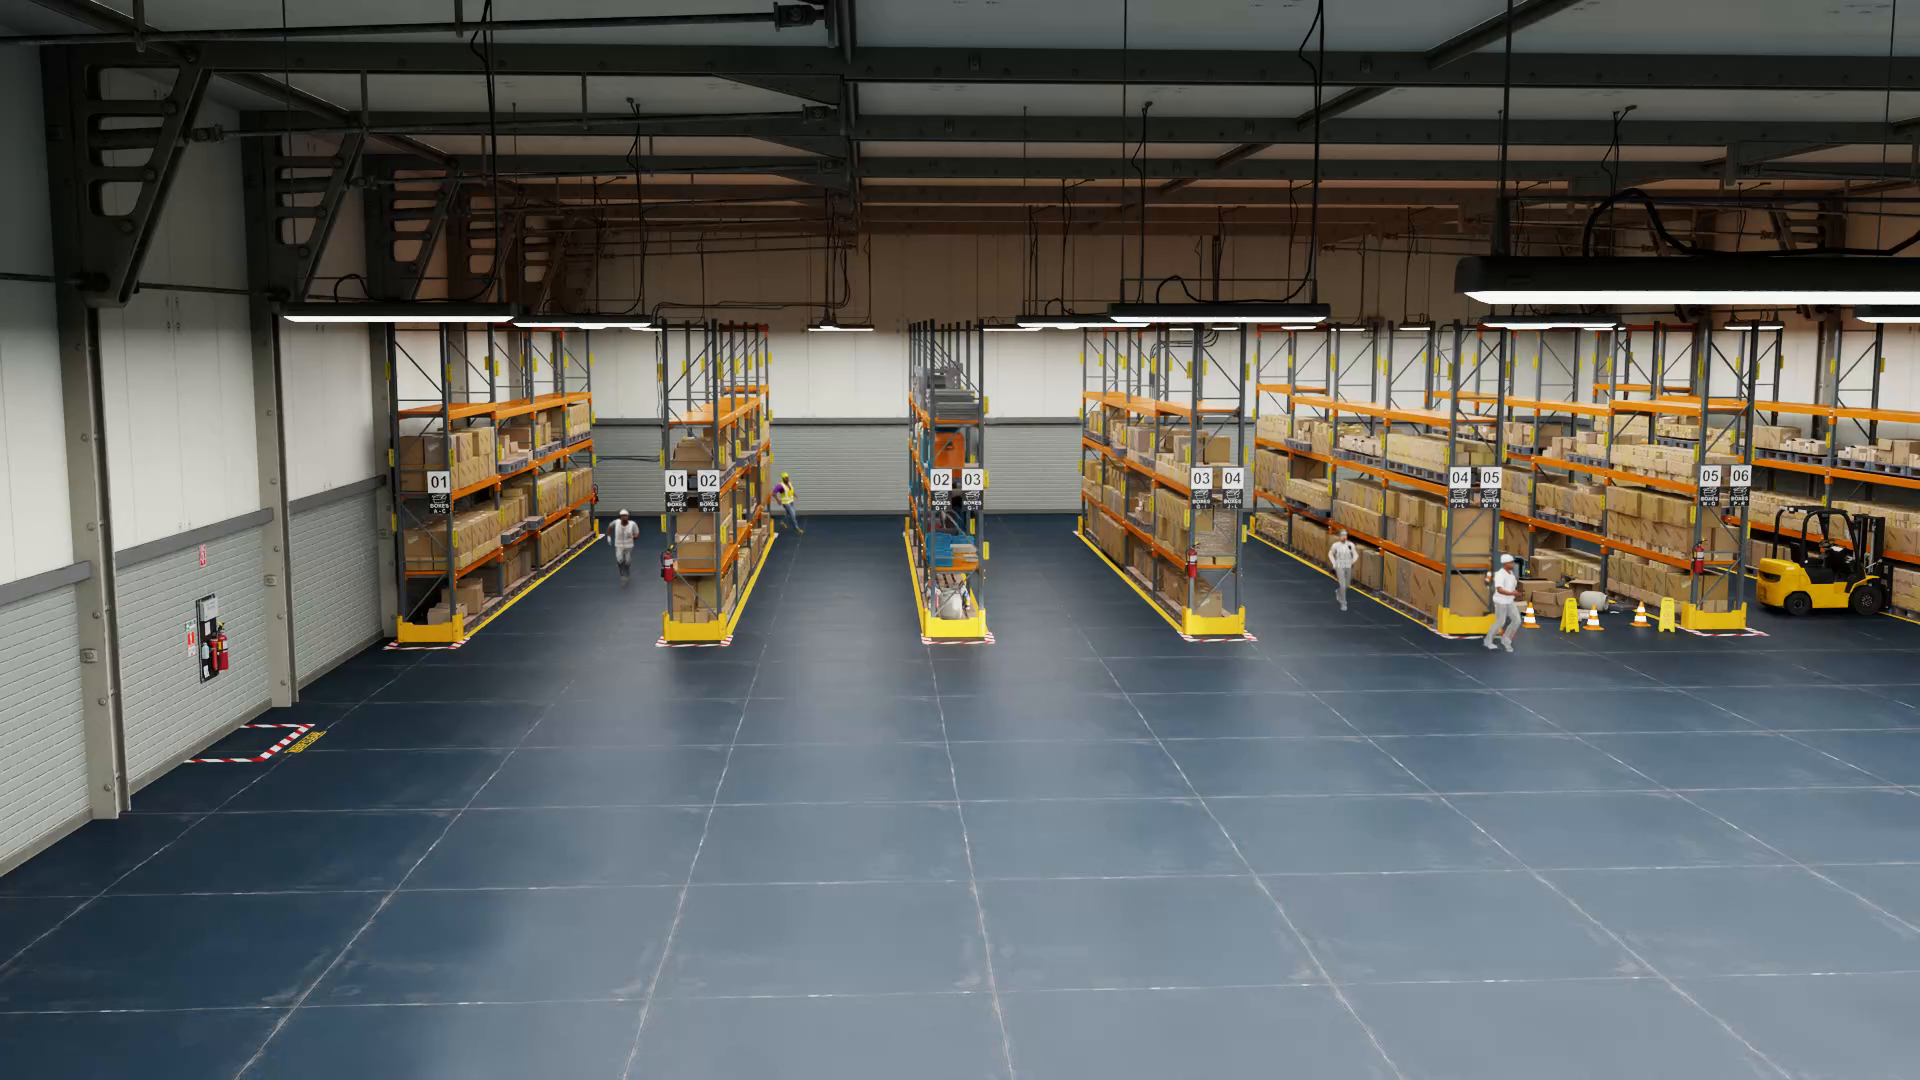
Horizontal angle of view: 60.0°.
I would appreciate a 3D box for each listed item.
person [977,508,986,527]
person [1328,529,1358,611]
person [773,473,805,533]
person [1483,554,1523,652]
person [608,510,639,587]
[{"bbox_3d":[0.349,-1.238,49.486,0.904,1.771,0.662,1,7,9],"label":"person"},{"bbox_3d":[8.043,0.600,34.876,0.611,1.692,0.746,0,7,0],"label":"person"},{"bbox_3d":[-4.959,-1.069,47.904,0.976,1.735,0.762,4,8,31],"label":"person"},{"bbox_3d":[9.873,1.158,30.077,0.729,1.816,0.721,7,10,43],"label":"person"},{"bbox_3d":[-7.639,0.180,37.767,0.717,1.767,0.813,-1,7,-9],"label":"person"}]
